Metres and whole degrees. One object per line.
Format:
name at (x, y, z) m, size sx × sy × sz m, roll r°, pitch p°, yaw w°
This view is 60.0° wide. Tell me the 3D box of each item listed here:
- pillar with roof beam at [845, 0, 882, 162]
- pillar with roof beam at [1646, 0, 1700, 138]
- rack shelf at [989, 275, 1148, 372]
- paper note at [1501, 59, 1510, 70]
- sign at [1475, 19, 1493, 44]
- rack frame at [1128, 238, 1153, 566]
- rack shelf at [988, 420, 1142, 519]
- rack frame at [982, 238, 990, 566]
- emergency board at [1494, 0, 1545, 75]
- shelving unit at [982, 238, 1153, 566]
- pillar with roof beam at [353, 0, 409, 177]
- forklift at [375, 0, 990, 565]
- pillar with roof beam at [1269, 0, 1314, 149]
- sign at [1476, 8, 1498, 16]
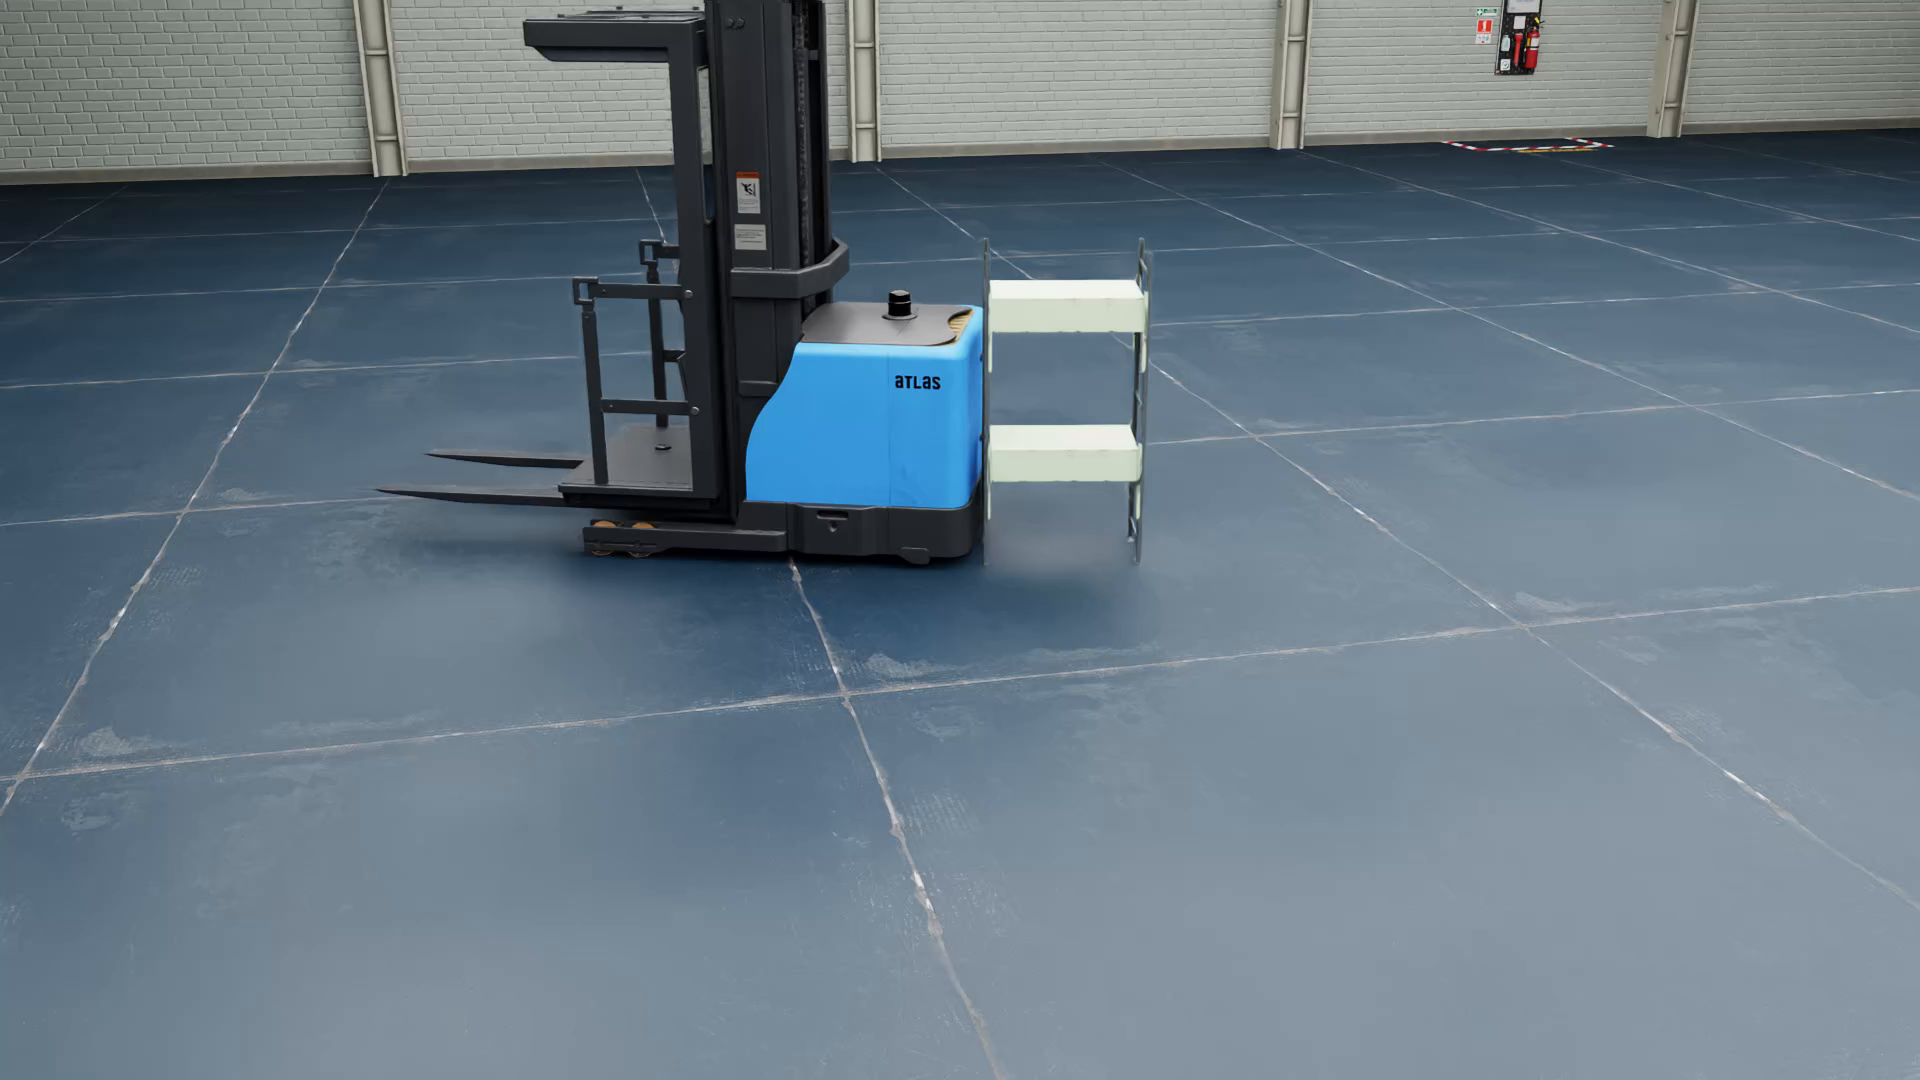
pillar with roof beam at (-0.271, -7.821, 16.583) m, size 0.400 × 9.000 × 9.100 m, roll -5°, pitch 21°, yaw -12°
pillar with roof beam at (11.407, -8.771, 19.175) m, size 0.400 × 9.000 × 9.100 m, roll -5°, pitch 21°, yaw -12°
rack shelf at (0.489, -1.016, 7.772) m, size 0.720 × 0.370 × 0.431 m, roll 0°, pitch 20°, yaw 0°
paper note at (7.815, -6.808, 23.818) m, size 0.142 × 0.148 × 0.016 m, roll -5°, pitch 21°, yaw -12°
sign at (7.441, -7.220, 23.611) m, size 0.234 × 0.329 × 0.001 m, roll -5°, pitch 21°, yaw -12°
rack frame at (0.855, -0.650, 7.909) m, size 0.023 × 1.500 × 0.400 m, roll 0°, pitch 20°, yaw 0°
rack shelf at (0.489, -0.343, 8.018) m, size 0.720 × 0.370 × 0.431 m, roll 0°, pitch 20°, yaw 0°
rack frame at (0.123, -0.648, 7.903) m, size 0.023 × 1.500 × 0.400 m, roll 0°, pitch 20°, yaw 0°
emergency board at (8.003, -7.212, 23.642) m, size 0.643 × 1.169 × 0.194 m, roll -5°, pitch 21°, yaw -12°
shelving unit at (0.489, -0.649, 7.906) m, size 0.755 × 1.500 × 0.431 m, roll 0°, pitch 20°, yaw 0°
pillar with roof beam at (-6.110, -7.346, 15.286) m, size 0.400 × 9.000 × 9.100 m, roll -5°, pitch 21°, yaw -12°
forklift at (-1.399, -1.467, 8.058) m, size 3.031 × 2.935 × 1.130 m, roll 3°, pitch 20°, yaw 7°
pillar with roof beam at (5.568, -8.296, 17.879) m, size 0.400 × 9.000 × 9.100 m, roll -5°, pitch 21°, yaw -12°
sign at (7.448, -7.466, 23.512) m, size 0.331 × 0.109 × 0.001 m, roll -5°, pitch 21°, yaw -12°
